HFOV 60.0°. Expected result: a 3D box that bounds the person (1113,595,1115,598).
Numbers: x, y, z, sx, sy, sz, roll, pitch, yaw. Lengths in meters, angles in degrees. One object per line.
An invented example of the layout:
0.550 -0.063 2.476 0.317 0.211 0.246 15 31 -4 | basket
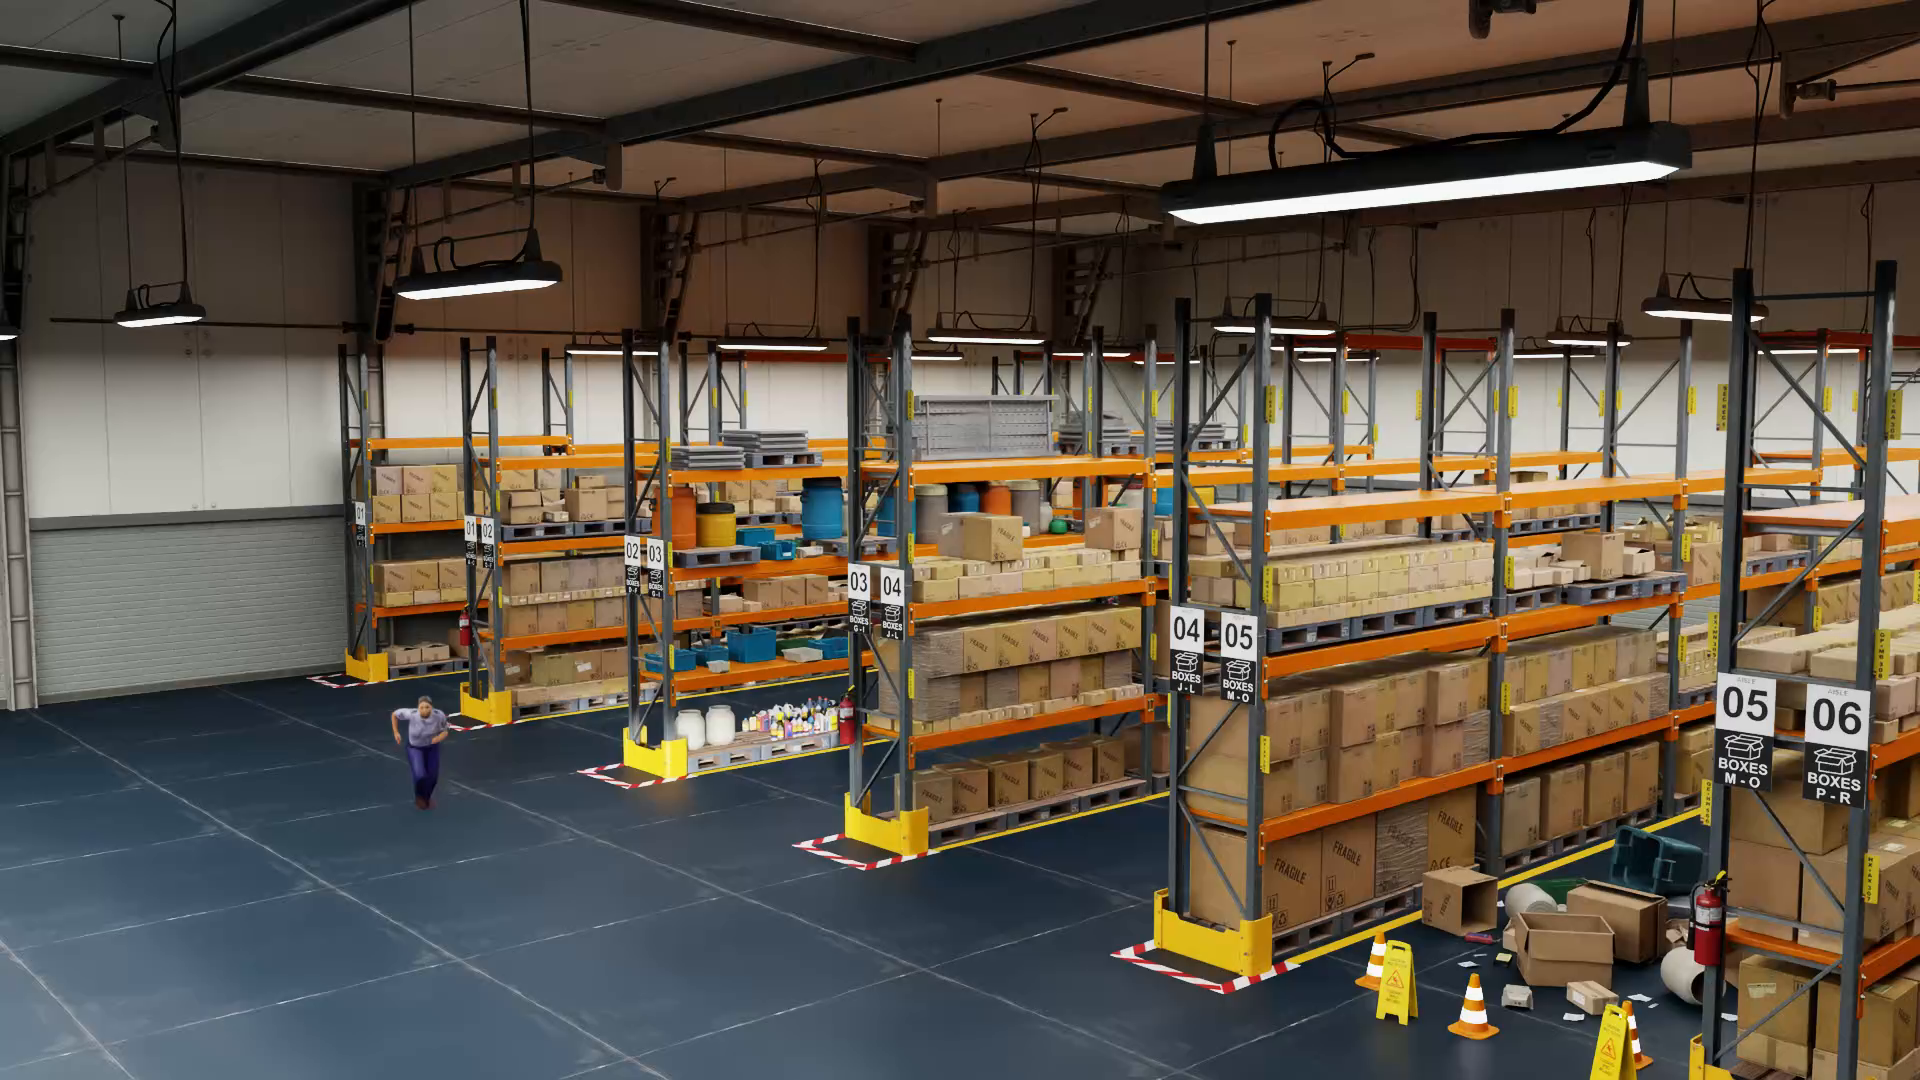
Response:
3.070 1.557 30.994 0.759 1.704 0.678 -5 7 -45 | person

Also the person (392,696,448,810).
-6.595 2.599 20.331 0.639 1.482 0.883 -2 6 -24 | person
